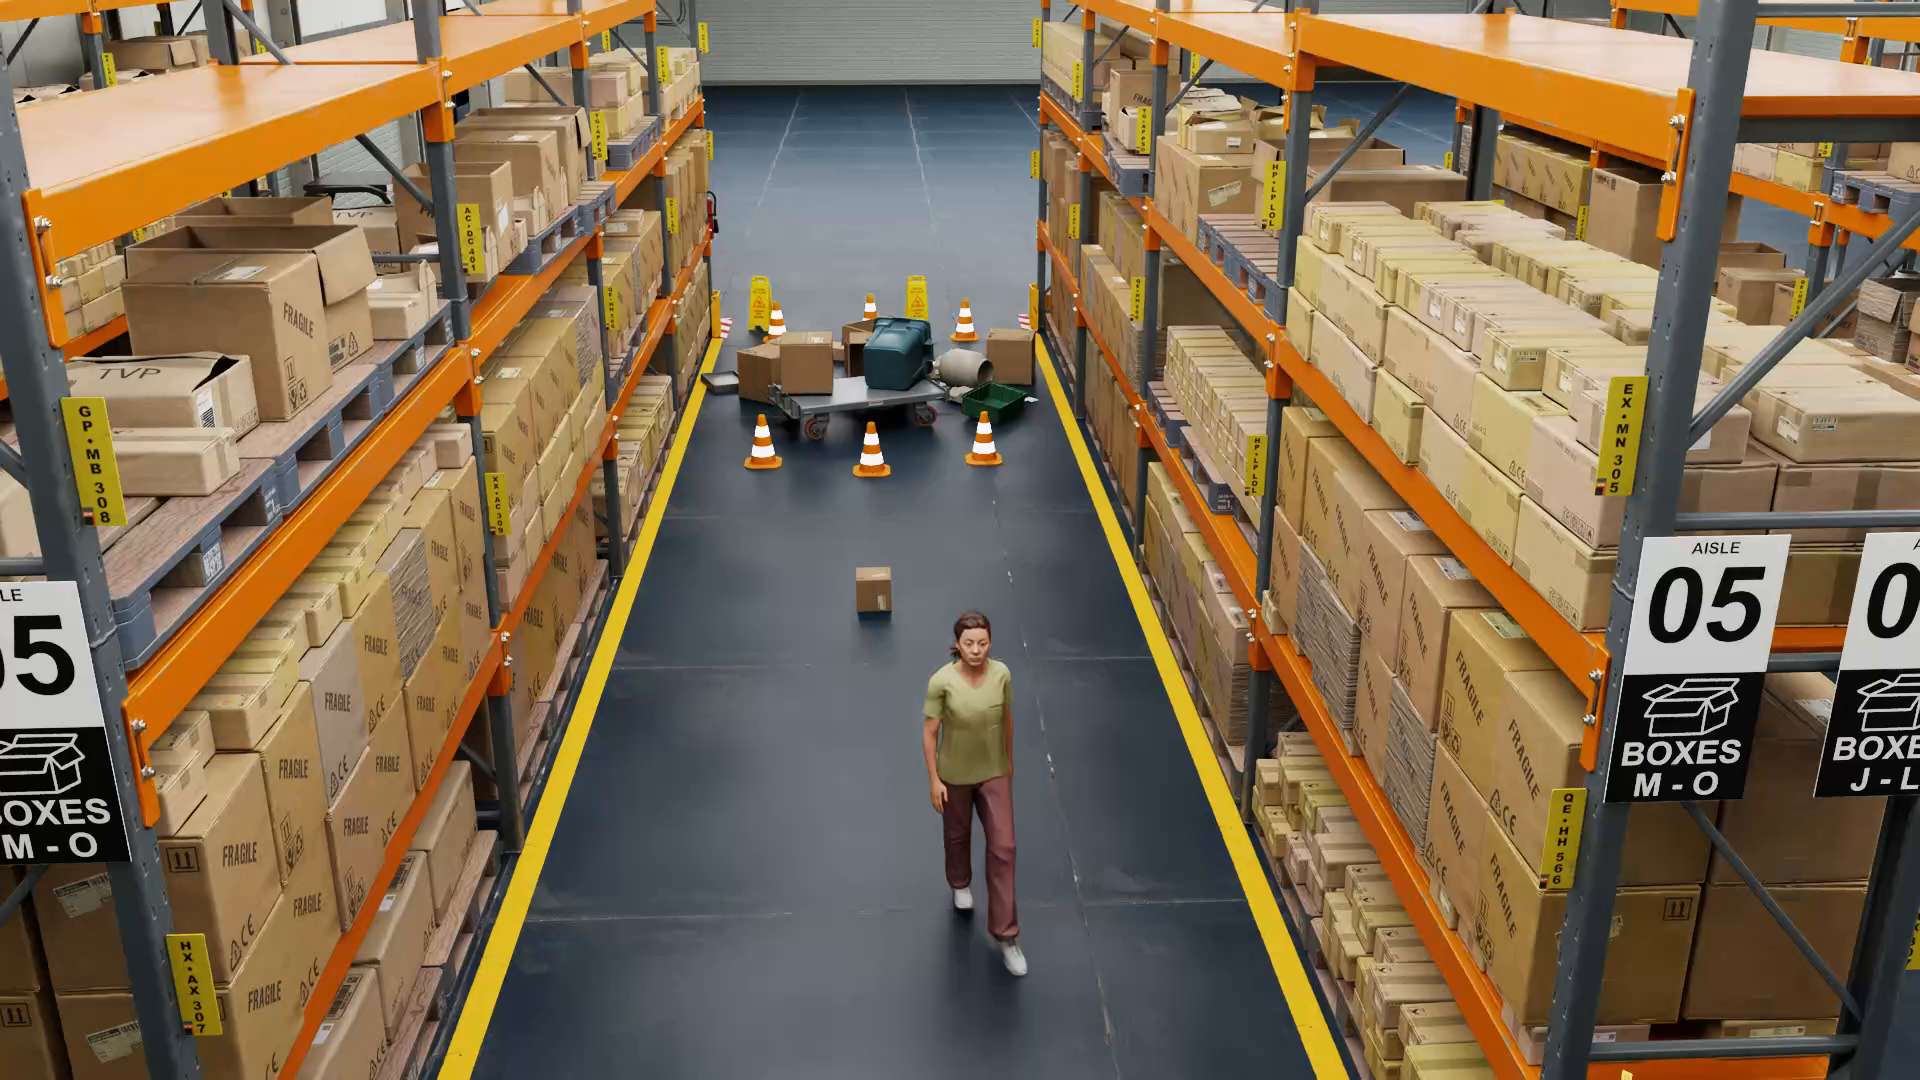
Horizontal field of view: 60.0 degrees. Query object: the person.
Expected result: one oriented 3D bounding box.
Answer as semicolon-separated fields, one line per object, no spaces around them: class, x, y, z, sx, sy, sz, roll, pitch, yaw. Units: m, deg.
person;0.069;1.163;7.960;0.479;1.669;0.843;-4;21;-10
